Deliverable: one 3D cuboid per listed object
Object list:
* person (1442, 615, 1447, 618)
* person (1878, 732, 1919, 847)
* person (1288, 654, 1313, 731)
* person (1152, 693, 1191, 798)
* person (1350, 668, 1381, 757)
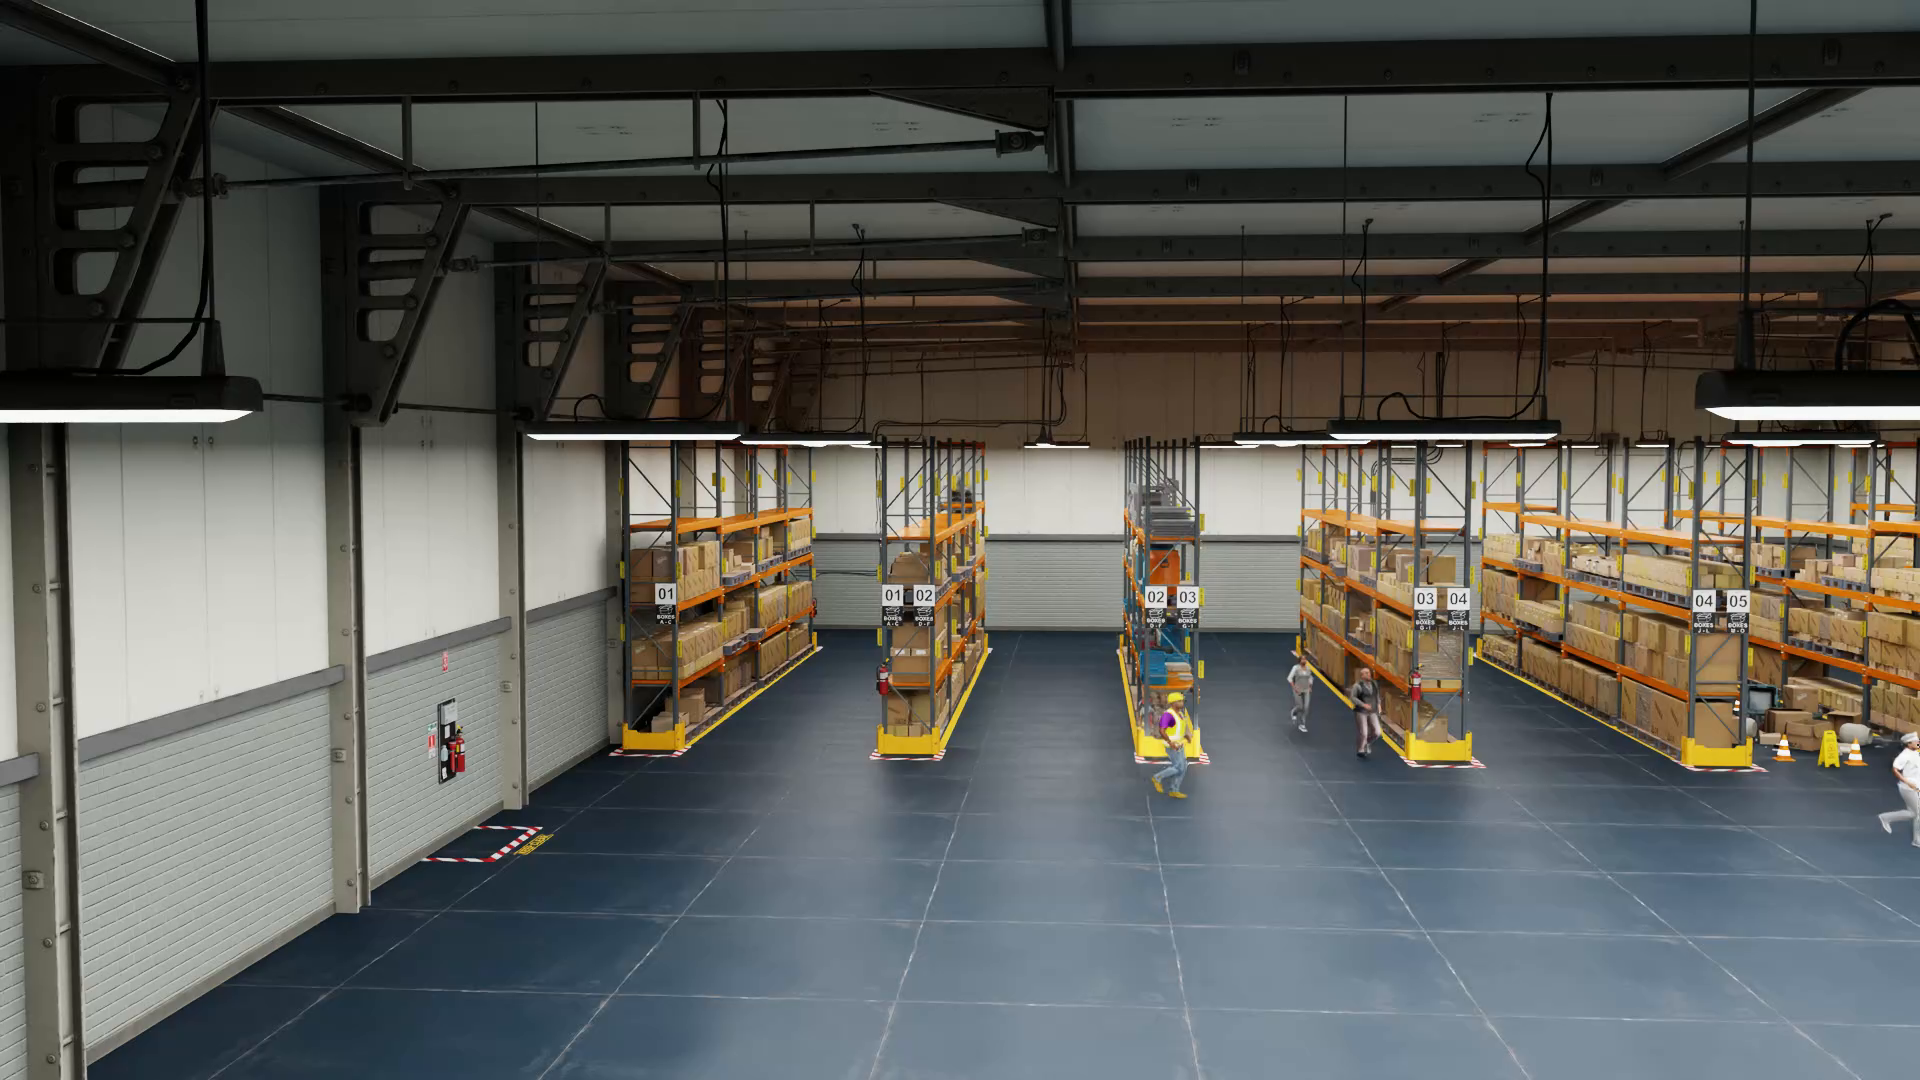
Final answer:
[{"bbox_3d":[13.152,2.457,46.089,0.637,1.597,0.566,2,4,34],"label":"person"},{"bbox_3d":[13.731,3.615,24.117,0.760,1.674,0.577,3,4,43],"label":"person"},{"bbox_3d":[7.008,3.120,34.215,0.547,1.569,0.583,0,3,-9],"label":"person"},{"bbox_3d":[3.495,3.387,27.521,0.578,1.738,0.720,2,3,26],"label":"person"},{"bbox_3d":[7.583,3.218,30.871,0.699,1.679,0.584,-1,3,-19],"label":"person"}]
